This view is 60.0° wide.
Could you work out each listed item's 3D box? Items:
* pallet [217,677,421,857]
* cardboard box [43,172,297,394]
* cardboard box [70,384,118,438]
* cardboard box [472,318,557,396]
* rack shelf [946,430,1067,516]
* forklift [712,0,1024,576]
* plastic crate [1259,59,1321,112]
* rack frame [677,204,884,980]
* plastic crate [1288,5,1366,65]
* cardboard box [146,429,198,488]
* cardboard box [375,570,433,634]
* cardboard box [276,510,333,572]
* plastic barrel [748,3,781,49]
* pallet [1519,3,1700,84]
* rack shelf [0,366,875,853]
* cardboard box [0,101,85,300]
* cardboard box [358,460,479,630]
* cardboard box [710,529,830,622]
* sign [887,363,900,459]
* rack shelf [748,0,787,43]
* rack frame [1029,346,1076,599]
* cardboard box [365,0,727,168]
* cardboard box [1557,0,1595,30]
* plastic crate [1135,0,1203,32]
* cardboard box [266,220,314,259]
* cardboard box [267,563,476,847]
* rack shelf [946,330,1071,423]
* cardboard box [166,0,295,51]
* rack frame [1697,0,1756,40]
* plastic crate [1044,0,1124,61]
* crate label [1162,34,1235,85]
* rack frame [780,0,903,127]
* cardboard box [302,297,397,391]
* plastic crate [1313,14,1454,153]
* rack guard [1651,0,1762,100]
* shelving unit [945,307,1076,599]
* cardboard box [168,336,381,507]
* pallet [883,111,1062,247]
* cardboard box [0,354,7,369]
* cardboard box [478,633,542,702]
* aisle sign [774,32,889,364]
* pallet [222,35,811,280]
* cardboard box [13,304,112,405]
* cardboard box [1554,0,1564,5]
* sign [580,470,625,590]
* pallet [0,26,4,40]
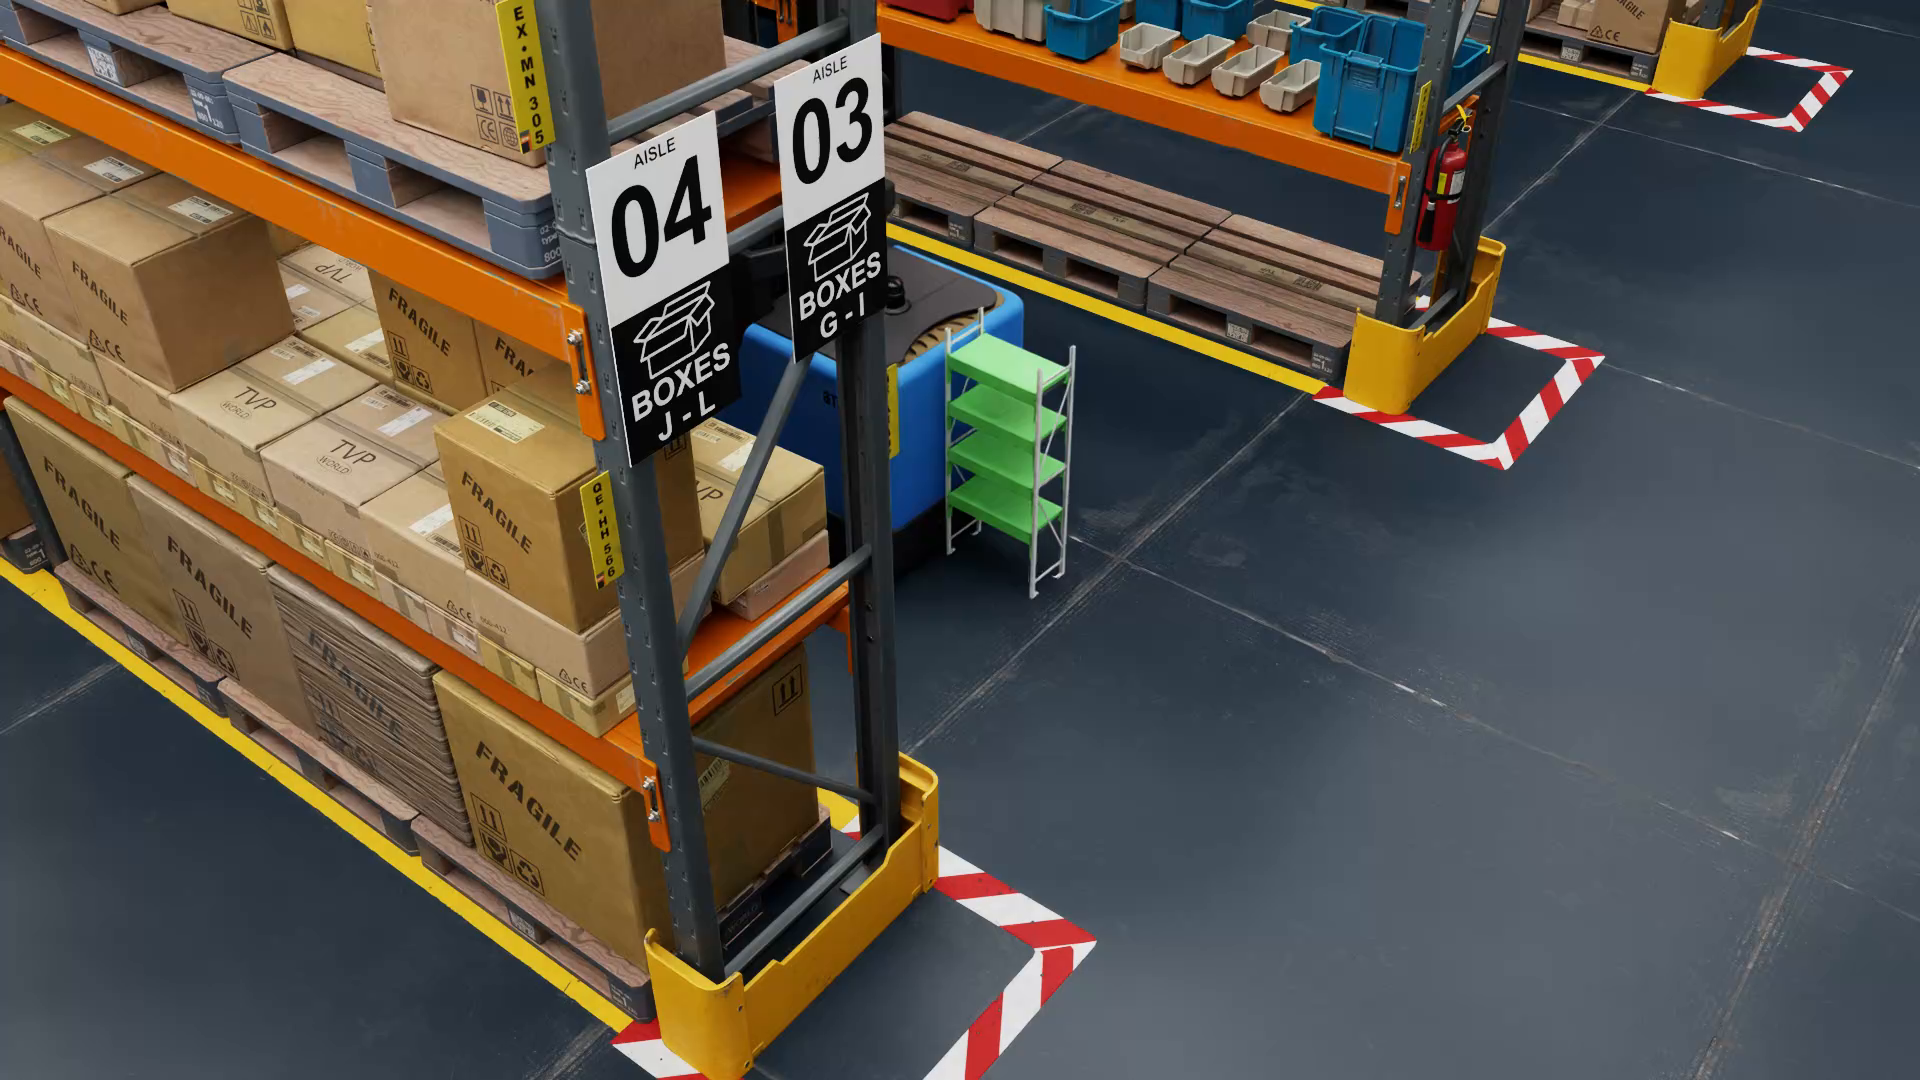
[{"bbox_3d":[-2.209,0.645,6.755,1.213,0.211,1.003,25,45,29],"label":"pallet"},{"bbox_3d":[-2.711,-0.901,5.739,0.500,0.500,0.500,24,44,27],"label":"cardboard box"},{"bbox_3d":[-3.078,-0.566,6.243,0.250,0.149,0.380,24,44,27],"label":"cardboard box"},{"bbox_3d":[-1.176,-0.587,5.339,0.500,0.500,0.500,24,44,28],"label":"cardboard box"},{"bbox_3d":[0.205,-0.313,7.281,0.480,0.148,0.258,27,46,30],"label":"rack shelf"},{"bbox_3d":[-1.152,-1.749,7.607,3.031,2.935,1.130,27,46,30],"label":"forklift"},{"bbox_3d":[1.690,-2.297,8.415,0.243,0.136,0.396,25,45,29],"label":"plastic crate"},{"bbox_3d":[-0.564,0.267,4.976,0.053,2.616,0.949,25,45,29],"label":"rack frame"},{"bbox_3d":[1.928,-2.618,8.748,0.300,0.233,0.416,25,45,29],"label":"plastic crate"},{"bbox_3d":[-2.676,-0.375,6.000,0.250,0.149,0.380,26,45,29],"label":"cardboard box"},{"bbox_3d":[-1.650,0.106,5.385,0.250,0.149,0.380,26,45,29],"label":"cardboard box"},{"bbox_3d":[-2.063,-0.087,5.631,0.250,0.149,0.380,25,45,29],"label":"cardboard box"},{"bbox_3d":[-1.152,-3.209,10.777,0.708,0.901,0.600,25,45,29],"label":"plastic barrel"},{"bbox_3d":[4.765,-3.813,12.449,1.213,0.211,1.003,25,45,29],"label":"pallet"},{"bbox_3d":[-2.150,-0.201,6.157,4.000,0.370,1.077,25,45,29],"label":"rack shelf"},{"bbox_3d":[-3.514,-1.282,6.226,0.500,0.500,0.500,25,45,29],"label":"cardboard box"},{"bbox_3d":[-1.510,-0.035,5.242,0.500,0.250,0.500,24,44,28],"label":"cardboard box"},{"bbox_3d":[-0.643,0.070,5.432,0.250,0.149,0.380,26,45,29],"label":"cardboard box"},{"bbox_3d":[-0.220,-0.376,5.031,0.005,0.325,0.100,25,45,29],"label":"sign"},{"bbox_3d":[-2.319,-4.124,11.168,4.000,0.370,1.077,25,45,29],"label":"rack shelf"},{"bbox_3d":[0.392,-0.267,7.117,0.015,1.200,0.240,27,46,30],"label":"rack frame"},{"bbox_3d":[-1.007,-1.328,4.077,0.500,0.500,0.700,23,43,26],"label":"cardboard box"},{"bbox_3d":[4.611,-3.921,12.266,0.250,0.166,0.380,25,45,29],"label":"cardboard box"},{"bbox_3d":[1.167,-2.977,9.206,0.300,0.233,0.416,25,45,29],"label":"plastic crate"},{"bbox_3d":[-2.816,-1.355,6.320,0.500,0.500,0.500,26,45,29],"label":"cardboard box"},{"bbox_3d":[-1.842,0.395,6.195,0.875,0.875,0.875,25,45,29],"label":"cardboard box"},{"bbox_3d":[0.205,-0.691,6.985,0.480,0.148,0.258,27,46,30],"label":"rack shelf"},{"bbox_3d":[-1.821,-1.768,4.639,0.500,0.500,0.700,22,43,26],"label":"cardboard box"},{"bbox_3d":[5.460,-4.584,11.172,0.127,3.000,1.000,25,45,29],"label":"rack frame"},{"bbox_3d":[0.660,-2.761,8.931,0.300,0.233,0.416,25,45,29],"label":"plastic crate"},{"bbox_3d":[1.232,-2.505,8.681,0.243,0.136,0.396,25,45,29],"label":"crate label"},{"bbox_3d":[-0.730,-3.658,9.989,0.127,3.000,1.000,25,45,29],"label":"rack frame"},{"bbox_3d":[-2.011,-0.679,6.065,0.500,0.250,0.500,24,44,28],"label":"cardboard box"},{"bbox_3d":[2.068,-2.232,8.090,0.499,0.435,0.616,25,45,29],"label":"plastic crate"},{"bbox_3d":[5.399,-3.628,11.979,0.348,0.500,1.175,25,45,29],"label":"rack guard"},{"bbox_3d":[0.205,-0.364,7.241,0.503,1.200,0.258,27,46,30],"label":"shelving unit"},{"bbox_3d":[-2.331,-0.418,5.731,0.500,0.250,0.500,25,45,29],"label":"cardboard box"},{"bbox_3d":[-0.122,-2.304,10.521,1.213,0.211,1.003,25,45,29],"label":"pallet"},{"bbox_3d":[-3.706,-0.860,6.619,0.250,0.149,0.380,25,45,29],"label":"cardboard box"},{"bbox_3d":[-1.252,0.295,5.143,0.250,0.149,0.380,26,45,29],"label":"cardboard box"},{"bbox_3d":[-0.322,-0.878,4.330,0.004,0.787,0.394,25,45,29],"label":"aisle sign"},{"bbox_3d":[-1.157,-1.154,4.429,1.213,0.211,1.003,25,45,29],"label":"pallet"},{"bbox_3d":[-3.133,-0.798,6.216,0.500,0.250,0.500,25,44,28],"label":"cardboard box"},{"bbox_3d":[4.803,-4.205,12.561,0.500,0.250,0.500,25,45,29],"label":"cardboard box"},{"bbox_3d":[-0.903,-0.023,4.215,0.005,0.325,0.100,25,45,29],"label":"sign"},{"bbox_3d":[-3.096,-2.067,5.596,1.213,0.211,1.003,25,45,29],"label":"pallet"}]
